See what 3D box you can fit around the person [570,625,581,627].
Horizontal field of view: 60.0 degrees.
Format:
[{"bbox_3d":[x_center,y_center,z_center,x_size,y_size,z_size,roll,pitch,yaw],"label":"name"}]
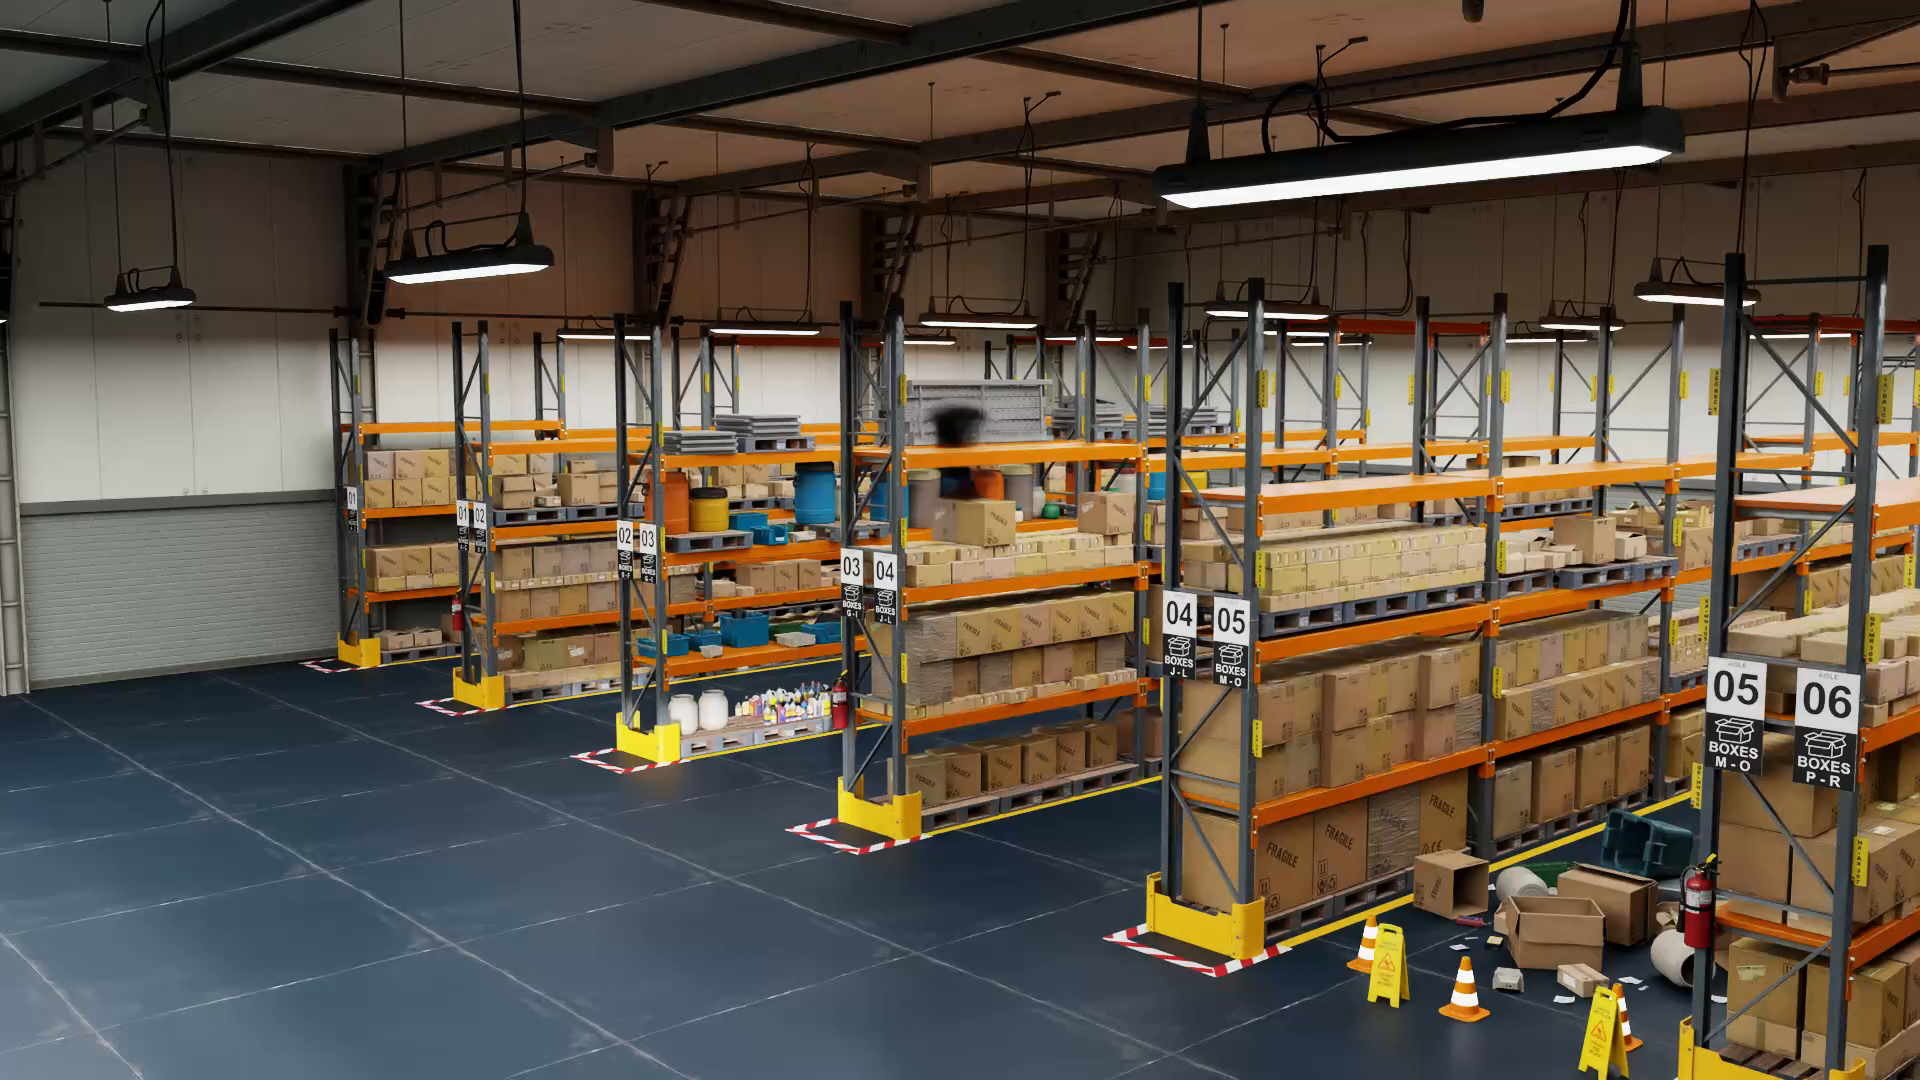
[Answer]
[{"bbox_3d":[-6.774,1.393,29.356,0.833,1.812,0.651,-4,7,-36],"label":"person"}]
